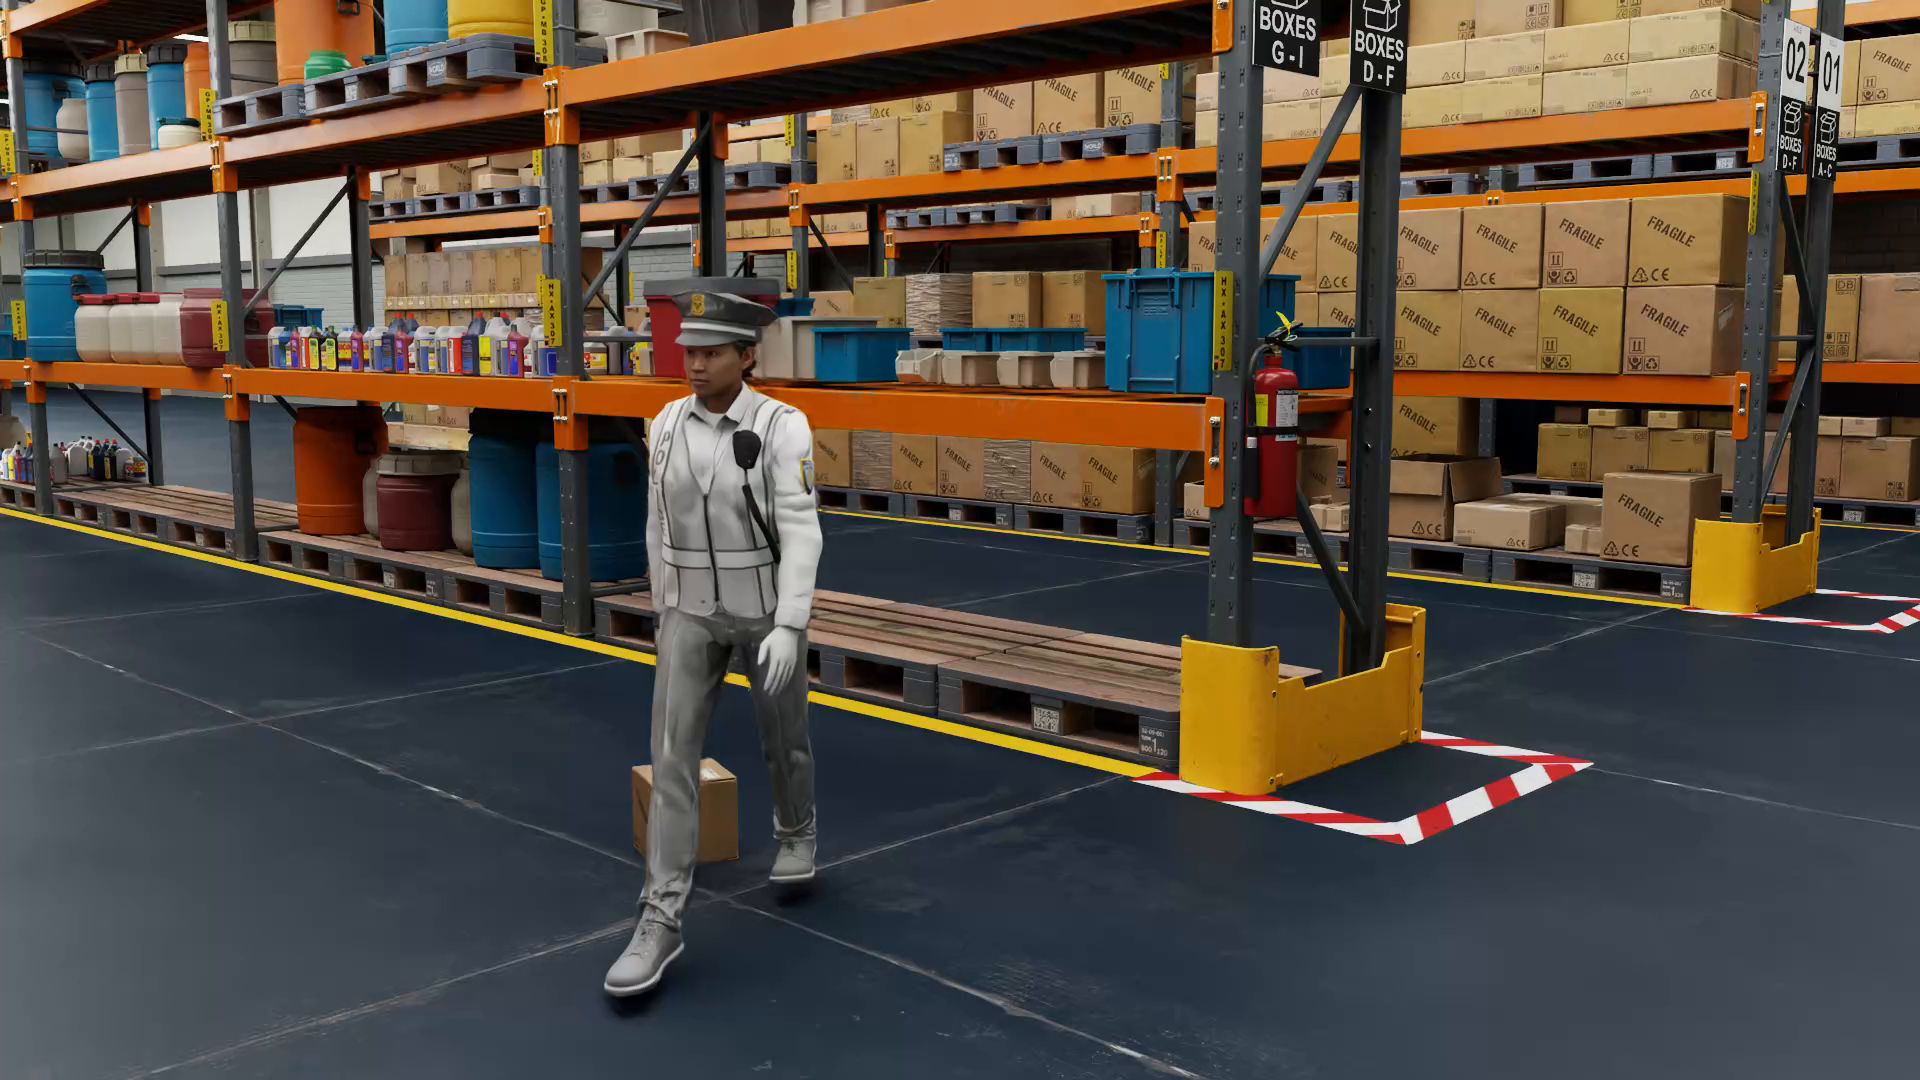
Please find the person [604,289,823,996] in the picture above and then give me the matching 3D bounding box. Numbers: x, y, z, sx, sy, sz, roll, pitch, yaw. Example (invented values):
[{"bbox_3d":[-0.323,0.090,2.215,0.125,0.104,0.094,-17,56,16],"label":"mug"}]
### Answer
[{"bbox_3d":[-0.576,0.189,4.160,0.505,1.610,1.029,1,7,9],"label":"person"}]
